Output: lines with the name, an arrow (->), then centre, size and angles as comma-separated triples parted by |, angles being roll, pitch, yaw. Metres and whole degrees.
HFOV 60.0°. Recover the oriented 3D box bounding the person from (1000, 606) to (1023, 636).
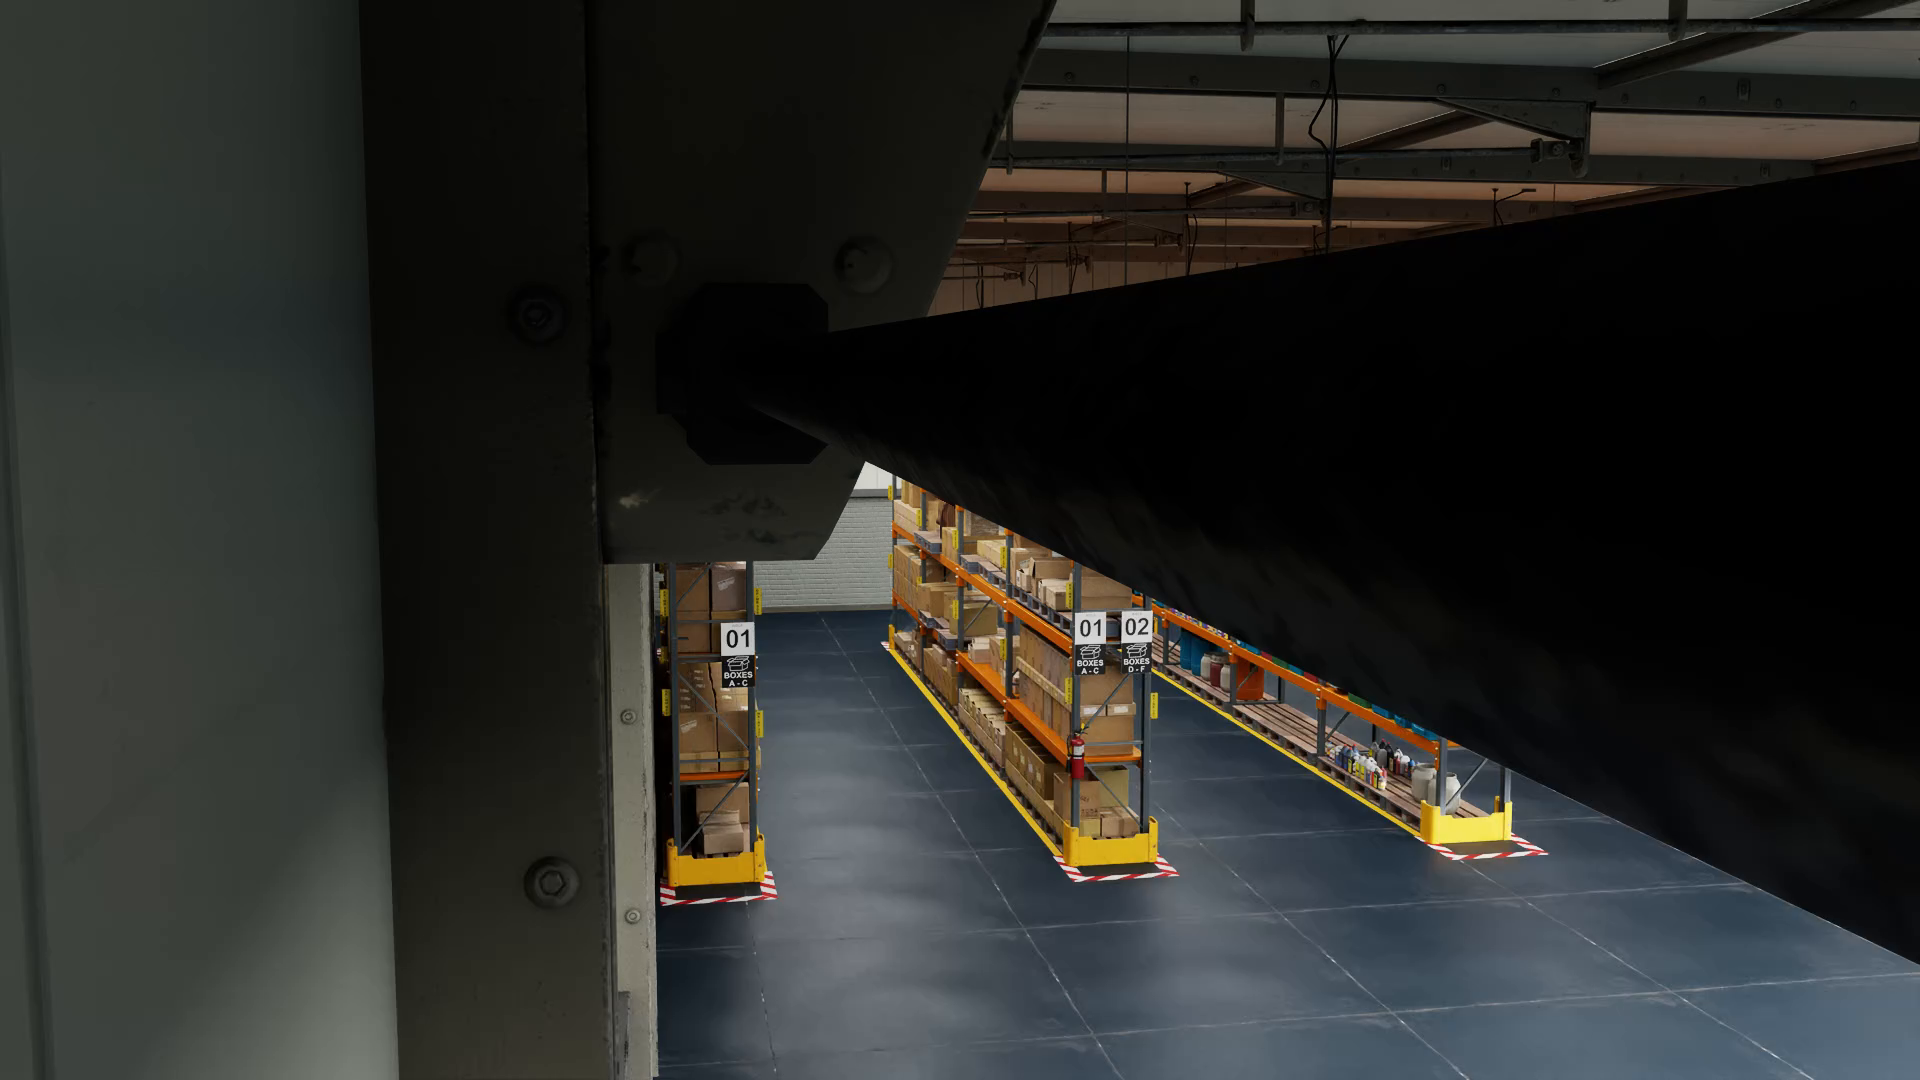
person -> 1.112, 1.740, 35.480 | 0.534, 1.563, 0.597 | -2, 6, -17
